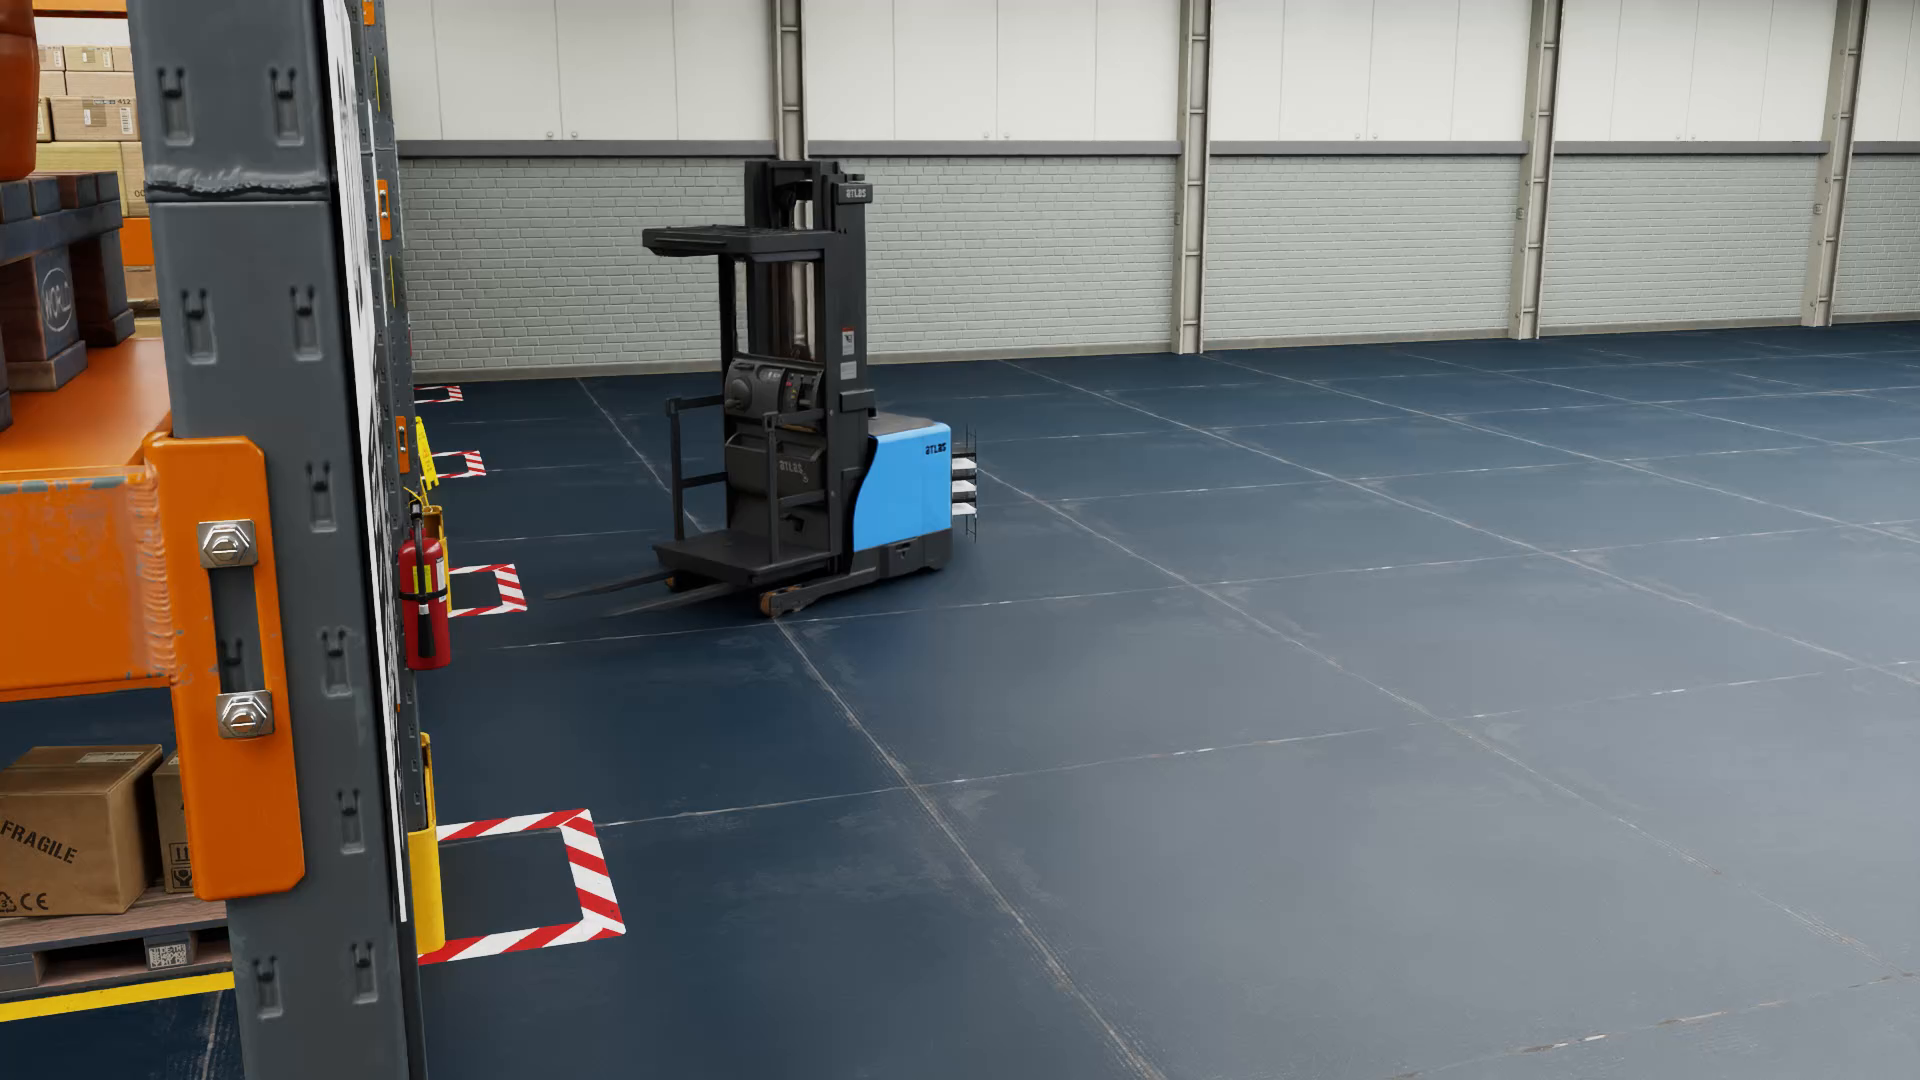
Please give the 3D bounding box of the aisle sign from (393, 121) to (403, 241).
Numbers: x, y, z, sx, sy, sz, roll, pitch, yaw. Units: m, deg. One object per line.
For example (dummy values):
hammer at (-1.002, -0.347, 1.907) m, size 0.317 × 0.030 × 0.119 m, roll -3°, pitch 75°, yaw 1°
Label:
aisle sign at (-3.787, -2.418, 11.209) m, size 0.004 × 0.787 × 0.394 m, roll -4°, pitch 14°, yaw -18°

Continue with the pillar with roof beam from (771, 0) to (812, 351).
pillar with roof beam at (-0.908, -5.812, 18.133) m, size 0.400 × 9.000 × 9.100 m, roll -4°, pitch 14°, yaw -18°

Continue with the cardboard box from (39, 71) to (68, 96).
cardboard box at (-5.562, -2.658, 9.912) m, size 0.500 × 0.250 × 0.500 m, roll -4°, pitch 14°, yaw -18°

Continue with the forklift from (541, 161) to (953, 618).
forklift at (-1.414, -1.047, 11.210) m, size 1.130 × 2.935 × 3.031 m, roll 12°, pitch 18°, yaw 41°

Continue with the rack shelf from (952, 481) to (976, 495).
rack shelf at (-0.008, -0.405, 13.044) m, size 0.200 × 0.077 × 0.258 m, roll -4°, pitch 14°, yaw -18°

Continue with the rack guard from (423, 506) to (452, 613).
rack guard at (-3.736, 0.132, 11.508) m, size 0.348 × 0.500 × 1.175 m, roll -4°, pitch 14°, yaw -18°

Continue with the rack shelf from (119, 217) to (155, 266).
rack shelf at (-4.168, -0.949, 5.722) m, size 4.000 × 0.370 × 1.077 m, roll -4°, pitch 14°, yaw -18°

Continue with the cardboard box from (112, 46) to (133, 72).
cardboard box at (-4.932, -2.886, 10.010) m, size 0.250 × 0.149 × 0.380 m, roll -4°, pitch 14°, yaw -18°

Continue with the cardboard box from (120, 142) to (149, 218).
cardboard box at (-2.649, -1.282, 5.893) m, size 0.500 × 0.250 × 0.500 m, roll -4°, pitch 14°, yaw -17°

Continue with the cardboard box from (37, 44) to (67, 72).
cardboard box at (-5.415, -2.848, 9.850) m, size 0.250 × 0.149 × 0.380 m, roll -4°, pitch 14°, yaw -18°

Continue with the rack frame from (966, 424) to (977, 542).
rack frame at (0.089, -0.445, 13.068) m, size 0.006 × 0.900 × 0.240 m, roll -4°, pitch 14°, yaw -18°

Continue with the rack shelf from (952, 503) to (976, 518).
rack shelf at (-0.008, -0.230, 13.086) m, size 0.200 × 0.077 × 0.258 m, roll -4°, pitch 14°, yaw -18°

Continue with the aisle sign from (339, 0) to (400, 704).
aisle sign at (-0.718, -0.235, 2.031) m, size 0.004 × 0.787 × 0.394 m, roll -4°, pitch 14°, yaw -18°

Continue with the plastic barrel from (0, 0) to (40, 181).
plastic barrel at (-1.113, -0.710, 1.326) m, size 0.708 × 0.830 × 0.600 m, roll -4°, pitch 14°, yaw -18°

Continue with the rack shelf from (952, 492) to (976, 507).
rack shelf at (-0.008, -0.317, 13.065) m, size 0.200 × 0.077 × 0.258 m, roll -4°, pitch 14°, yaw -18°

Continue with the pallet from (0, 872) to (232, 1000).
pallet at (-3.126, 1.427, 6.686) m, size 1.213 × 0.211 × 1.003 m, roll -4°, pitch 14°, yaw -18°

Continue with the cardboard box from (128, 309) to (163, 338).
cardboard box at (-2.715, -0.572, 6.046) m, size 0.500 × 0.500 × 0.500 m, roll -4°, pitch 14°, yaw -18°

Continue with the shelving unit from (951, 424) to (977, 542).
shelving unit at (-0.008, -0.437, 13.036) m, size 0.210 × 0.900 × 0.258 m, roll -4°, pitch 14°, yaw -18°

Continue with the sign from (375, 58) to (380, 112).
sign at (-3.599, -2.814, 10.266) m, size 0.005 × 0.325 × 0.100 m, roll -4°, pitch 14°, yaw -18°

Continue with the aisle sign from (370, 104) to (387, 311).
aisle sign at (-2.310, -1.322, 6.602) m, size 0.004 × 0.787 × 0.394 m, roll -4°, pitch 14°, yaw -18°

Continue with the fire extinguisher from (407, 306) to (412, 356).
fire extinguisher at (-5.178, -2.030, 15.364) m, size 0.183 × 0.674 × 0.296 m, roll -4°, pitch 14°, yaw -18°

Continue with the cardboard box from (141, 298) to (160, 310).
cardboard box at (-2.881, -0.686, 6.526) m, size 0.500 × 0.500 × 0.500 m, roll -4°, pitch 14°, yaw -18°

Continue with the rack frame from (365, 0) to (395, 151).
rack frame at (-3.759, -4.001, 10.517) m, size 0.127 × 3.000 × 1.000 m, roll -4°, pitch 14°, yaw -18°

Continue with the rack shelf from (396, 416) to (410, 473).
rack shelf at (-5.654, -0.585, 10.674) m, size 4.000 × 0.370 × 1.077 m, roll -4°, pitch 14°, yaw -18°

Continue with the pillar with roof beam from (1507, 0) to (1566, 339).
pillar with roof beam at (10.466, -6.698, 21.856) m, size 0.400 × 9.000 × 9.100 m, roll -4°, pitch 14°, yaw -18°

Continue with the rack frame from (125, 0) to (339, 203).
rack frame at (-0.693, -1.819, 1.345) m, size 0.127 × 3.000 × 1.000 m, roll -4°, pitch 14°, yaw -18°

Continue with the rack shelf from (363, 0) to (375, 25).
rack shelf at (-5.654, -3.309, 10.026) m, size 4.000 × 0.370 × 1.077 m, roll -4°, pitch 14°, yaw -18°

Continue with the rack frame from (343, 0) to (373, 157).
rack frame at (-2.273, -2.906, 5.912) m, size 0.127 × 3.000 × 1.000 m, roll -4°, pitch 14°, yaw -18°

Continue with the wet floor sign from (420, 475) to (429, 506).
wet floor sign at (-4.363, -0.373, 13.318) m, size 0.232 × 0.644 × 0.267 m, roll -7°, pitch 15°, yaw -28°

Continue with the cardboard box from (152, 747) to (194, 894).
cardboard box at (-2.870, 1.067, 6.669) m, size 0.500 × 0.500 × 0.500 m, roll -2°, pitch 14°, yaw -8°

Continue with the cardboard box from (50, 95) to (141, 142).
cardboard box at (-2.945, -1.441, 5.698) m, size 0.250 × 0.149 × 0.380 m, roll -5°, pitch 14°, yaw -21°
